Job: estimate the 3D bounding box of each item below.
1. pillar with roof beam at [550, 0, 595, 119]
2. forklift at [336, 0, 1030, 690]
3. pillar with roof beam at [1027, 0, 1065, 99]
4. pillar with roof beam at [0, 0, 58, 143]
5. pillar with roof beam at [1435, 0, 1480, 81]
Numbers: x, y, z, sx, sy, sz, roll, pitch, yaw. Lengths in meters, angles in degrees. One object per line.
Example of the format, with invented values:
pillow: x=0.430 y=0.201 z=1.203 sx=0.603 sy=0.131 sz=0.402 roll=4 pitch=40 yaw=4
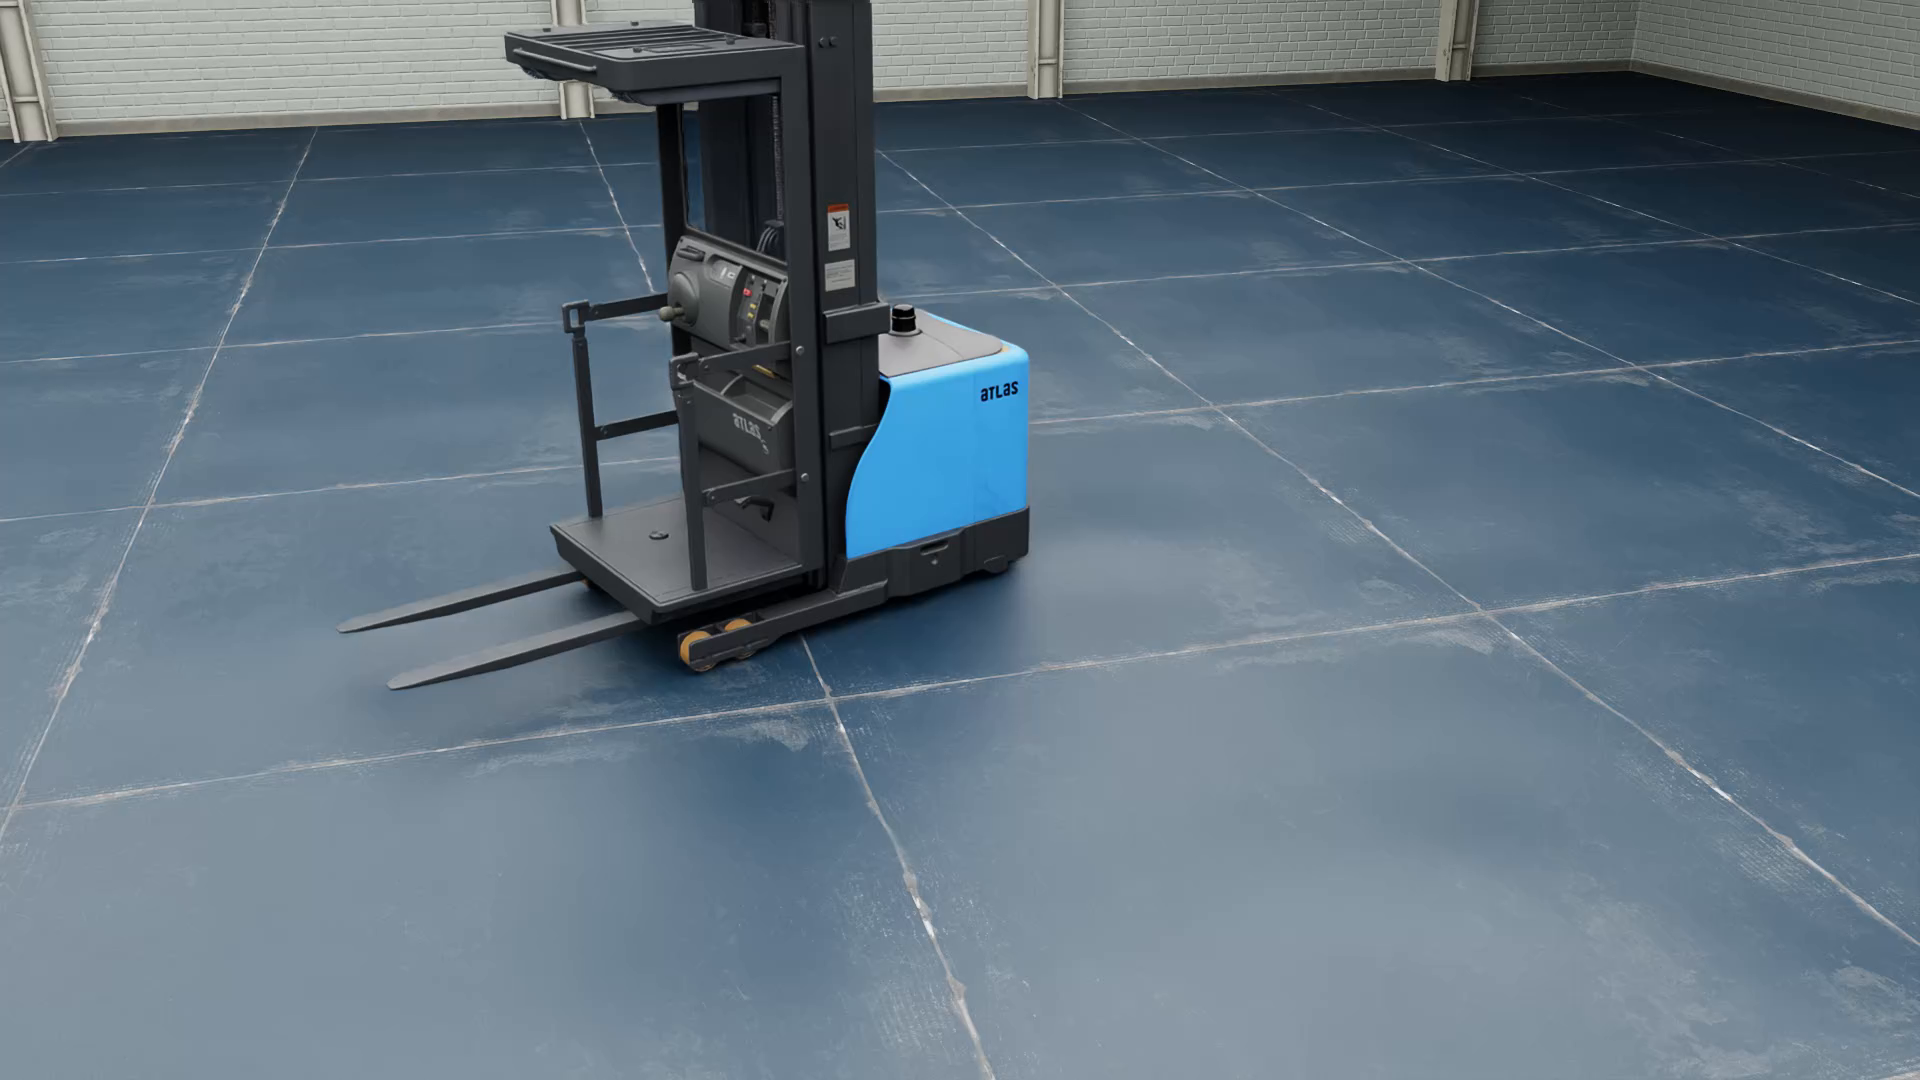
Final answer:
pillar with roof beam: x=-3.504 y=-7.671 z=14.716 sx=0.400 sy=9.000 sz=9.100 roll=-6 pitch=24 yaw=-14
forklift: x=-1.157 y=-1.032 z=6.939 sx=3.031 sy=2.935 sz=1.130 roll=-16 pitch=28 yaw=-33
pillar with roof beam: x=2.273 y=-8.310 z=16.205 sx=0.400 sy=9.000 sz=9.100 roll=-6 pitch=24 yaw=-14
pillar with roof beam: x=-9.281 y=-7.032 z=13.226 sx=0.400 sy=9.000 sz=9.100 roll=-6 pitch=24 yaw=-14
pillar with roof beam: x=8.050 y=-8.949 z=17.695 sx=0.400 sy=9.000 sz=9.100 roll=-6 pitch=24 yaw=-14
